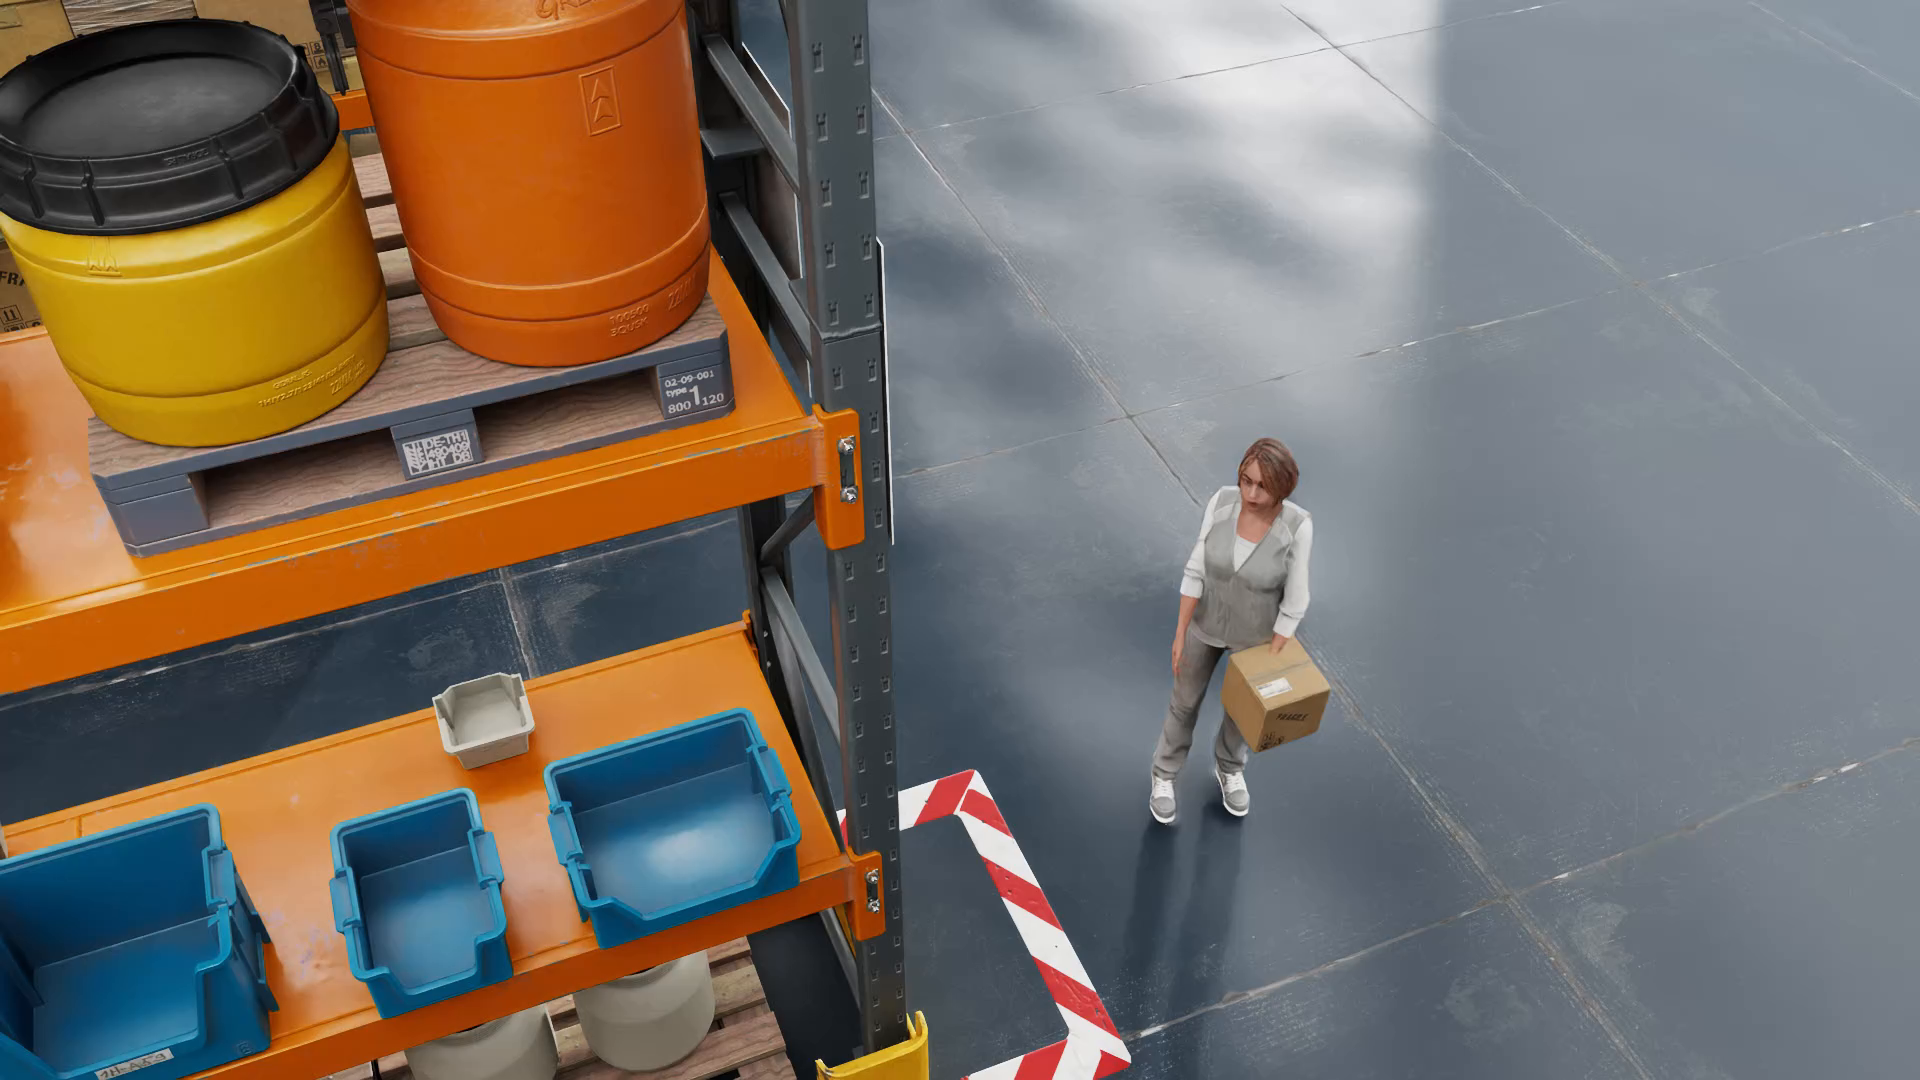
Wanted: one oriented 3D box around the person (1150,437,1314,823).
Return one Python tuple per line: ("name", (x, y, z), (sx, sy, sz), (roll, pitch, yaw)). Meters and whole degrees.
("person", (0.944, 0.370, 5.758), (0.444, 1.586, 0.451), (16, 45, 16))
